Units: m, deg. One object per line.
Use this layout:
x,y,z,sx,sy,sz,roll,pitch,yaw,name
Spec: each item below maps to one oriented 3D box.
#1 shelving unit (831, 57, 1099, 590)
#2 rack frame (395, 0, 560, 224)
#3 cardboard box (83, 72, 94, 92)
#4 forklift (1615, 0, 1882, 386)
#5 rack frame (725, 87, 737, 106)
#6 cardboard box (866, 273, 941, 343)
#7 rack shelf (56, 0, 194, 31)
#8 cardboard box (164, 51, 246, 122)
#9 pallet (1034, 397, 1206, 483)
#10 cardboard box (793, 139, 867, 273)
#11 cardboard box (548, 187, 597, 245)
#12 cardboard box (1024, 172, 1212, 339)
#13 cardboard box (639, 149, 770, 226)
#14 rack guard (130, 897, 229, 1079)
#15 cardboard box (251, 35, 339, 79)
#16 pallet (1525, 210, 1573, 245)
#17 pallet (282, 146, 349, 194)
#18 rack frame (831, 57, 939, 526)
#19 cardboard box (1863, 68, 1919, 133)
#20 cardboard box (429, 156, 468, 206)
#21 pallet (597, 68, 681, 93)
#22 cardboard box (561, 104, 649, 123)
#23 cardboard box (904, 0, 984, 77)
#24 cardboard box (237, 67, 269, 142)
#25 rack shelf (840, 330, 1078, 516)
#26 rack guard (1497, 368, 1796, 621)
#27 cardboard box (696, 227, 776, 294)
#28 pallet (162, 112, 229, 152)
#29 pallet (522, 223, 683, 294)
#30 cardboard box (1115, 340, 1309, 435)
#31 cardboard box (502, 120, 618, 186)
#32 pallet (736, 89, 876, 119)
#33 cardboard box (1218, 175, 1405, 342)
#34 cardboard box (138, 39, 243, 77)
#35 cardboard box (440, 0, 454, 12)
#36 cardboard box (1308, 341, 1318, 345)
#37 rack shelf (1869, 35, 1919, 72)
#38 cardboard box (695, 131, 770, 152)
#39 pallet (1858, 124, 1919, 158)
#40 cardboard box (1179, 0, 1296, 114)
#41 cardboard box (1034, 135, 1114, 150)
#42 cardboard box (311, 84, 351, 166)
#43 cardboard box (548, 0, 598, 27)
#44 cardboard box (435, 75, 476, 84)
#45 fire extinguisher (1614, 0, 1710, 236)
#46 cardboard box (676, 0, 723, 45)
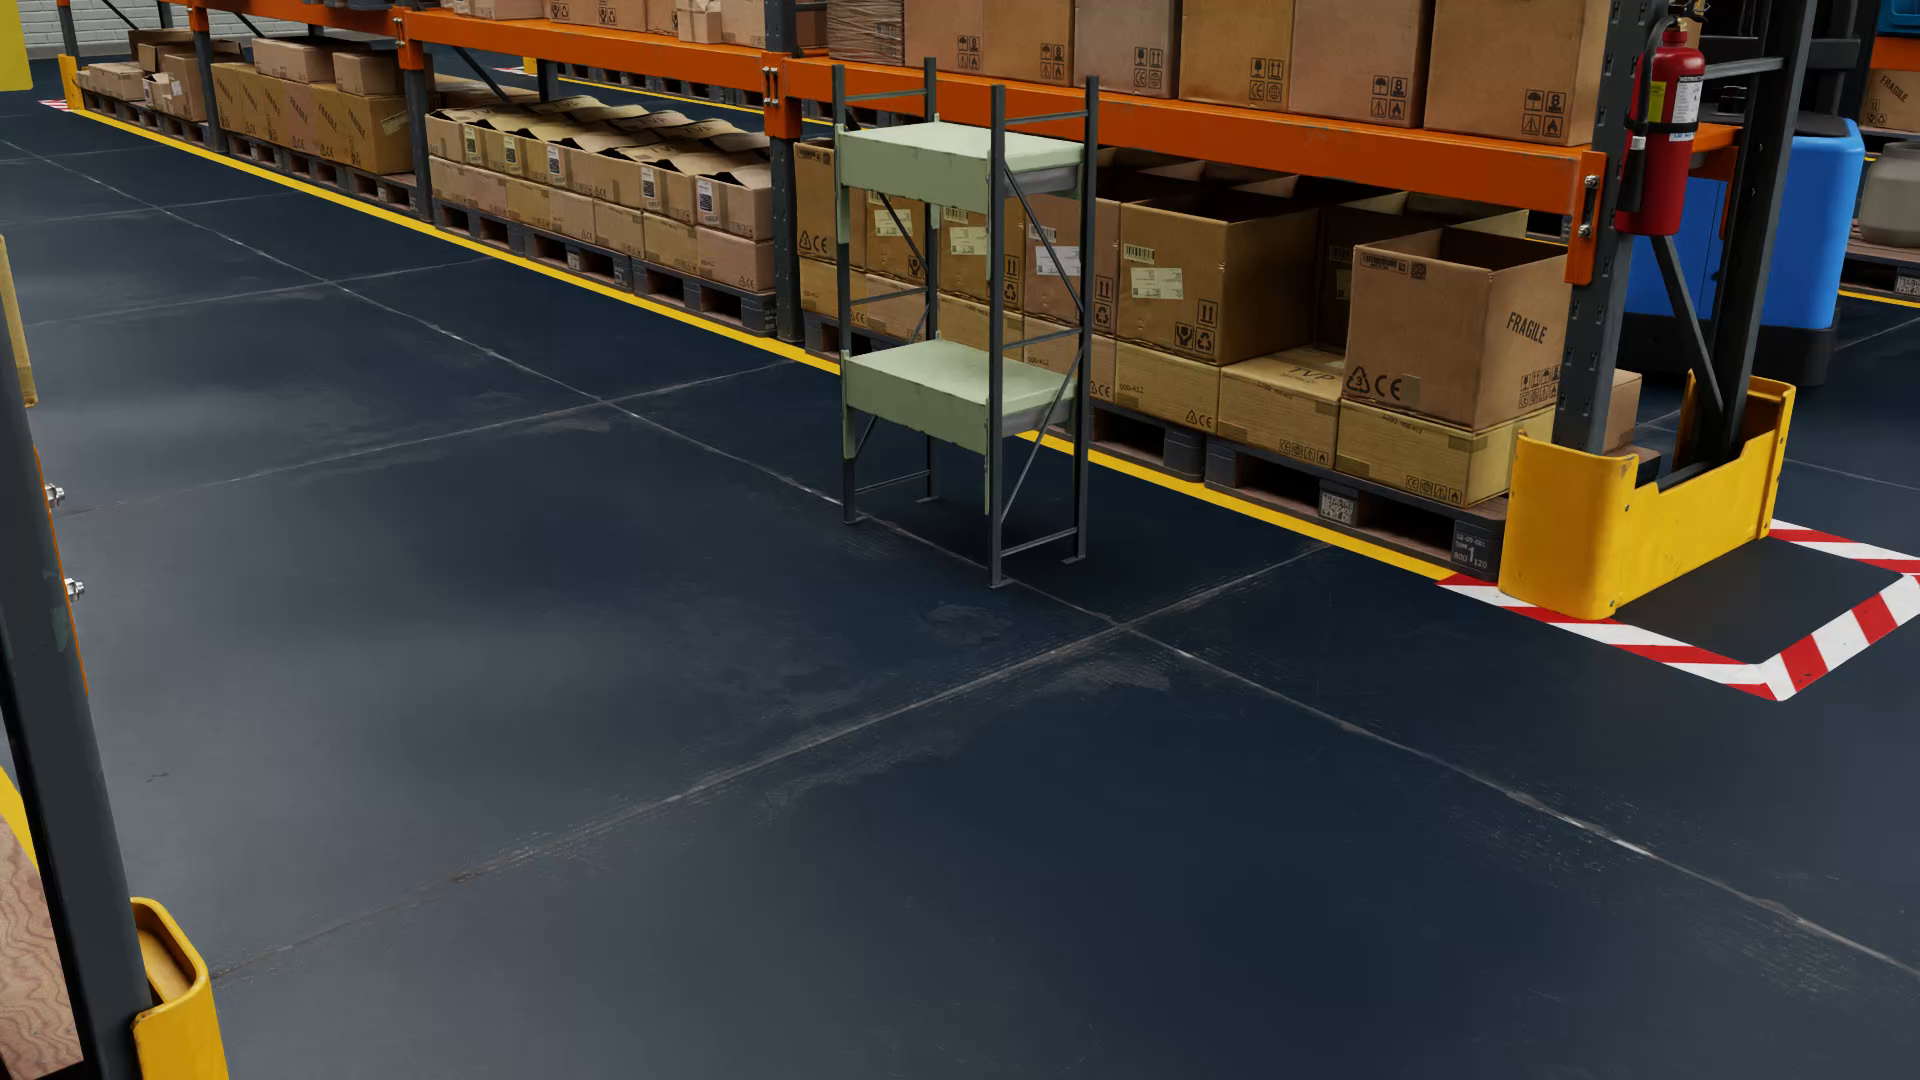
0.004,-0.697,5.206,0.431,1.500,0.755,-17,27,-37,shelving unit
-3.062,-3.553,10.443,1.000,3.000,0.127,-17,27,-37,rack frame
-8.108,-4.383,15.842,0.380,0.166,0.250,-17,27,-37,cardboard box
3.721,-2.507,7.865,1.130,2.935,3.031,9,23,22,forklift
-1.918,-5.837,16.273,1.000,3.000,0.127,-17,27,-37,rack frame
-0.055,-1.024,7.179,0.500,0.250,0.500,-17,27,-37,cardboard box
-6.979,-4.876,14.807,1.077,0.370,4.000,-17,27,-37,rack shelf
-6.260,-3.789,13.870,0.500,0.500,0.500,-17,27,-37,cardboard box
0.837,-0.583,6.683,1.003,0.211,1.213,-17,27,-37,pallet
-0.385,-1.510,7.392,0.500,0.500,0.500,-17,27,-37,cardboard box
-1.935,-1.831,9.241,0.500,0.250,0.500,-17,27,-36,cardboard box
0.595,-1.096,6.336,0.500,0.500,0.500,-17,27,-37,cardboard box
-1.277,-1.810,8.419,0.500,0.311,0.500,-17,27,-36,cardboard box
-1.640,0.980,2.296,1.175,0.500,0.348,-17,27,-37,rack guard
-4.889,-3.581,12.309,0.500,0.250,0.500,-17,27,-37,cardboard box
3.711,-2.132,10.639,1.003,0.211,1.213,-17,27,-37,pallet
-4.313,-2.807,12.362,1.003,0.211,1.213,-17,27,-37,pallet
-0.235,-0.798,5.464,0.400,1.500,0.023,-17,27,-37,rack frame
7.667,-3.561,13.313,0.500,0.500,0.500,-9,23,-21,cardboard box
-2.943,-2.254,10.320,0.500,0.250,0.500,-18,27,-38,cardboard box
-3.228,-5.069,18.138,1.003,0.211,1.213,-17,27,-37,pallet
-2.189,-2.502,10.183,0.500,0.311,0.500,-18,28,-38,cardboard box
0.193,-2.230,6.926,0.700,0.500,0.500,-18,28,-38,cardboard box
-5.185,-3.363,12.782,0.500,0.500,0.500,-17,27,-37,cardboard box
0.004,-0.393,5.325,0.431,0.370,0.720,-17,27,-37,rack shelf
2.176,-0.173,5.239,1.175,0.500,0.348,-17,27,-37,rack guard
-0.941,-1.409,8.163,0.500,0.250,0.500,-18,28,-38,cardboard box
-6.121,-3.550,14.258,1.003,0.211,1.213,-17,27,-37,pallet
-1.762,-1.681,9.487,1.003,0.211,1.213,-17,27,-37,pallet
0.923,-0.609,6.121,0.500,0.250,0.500,-17,27,-37,cardboard box
-2.262,-2.231,9.491,0.500,0.311,0.500,-18,28,-39,cardboard box
-1.446,-4.315,16.212,1.003,0.211,1.213,-17,27,-37,pallet
1.315,-1.081,6.298,0.500,0.500,0.500,-17,27,-37,cardboard box
-6.903,-4.219,14.962,0.797,0.503,0.637,-17,27,-37,cardboard box
-2.858,-3.401,10.176,0.500,0.311,0.500,-15,26,-34,cardboard box
1.323,-0.735,6.442,0.500,0.250,0.500,-17,27,-37,cardboard box
4.609,-2.739,9.350,1.077,0.370,4.000,-17,27,-37,rack shelf
-1.194,-2.080,9.108,0.500,0.311,0.500,-19,28,-39,cardboard box
7.521,-3.330,13.696,1.003,0.211,1.213,-17,27,-37,pallet
1.199,-1.804,5.840,0.700,0.500,0.500,-17,27,-37,cardboard box
0.335,-1.496,7.356,0.500,0.500,0.500,-17,27,-37,cardboard box
-4.188,-2.940,11.701,0.500,0.500,0.500,-19,28,-39,cardboard box
-1.954,-3.140,9.251,0.500,0.500,0.500,-19,29,-40,cardboard box
-3.812,-3.071,12.036,0.500,0.500,0.500,-18,28,-38,cardboard box
1.885,-1.164,4.449,0.296,0.674,0.183,-17,27,-37,fire extinguisher
-1.164,-2.585,8.155,0.396,0.266,0.258,-18,28,-39,cardboard box
